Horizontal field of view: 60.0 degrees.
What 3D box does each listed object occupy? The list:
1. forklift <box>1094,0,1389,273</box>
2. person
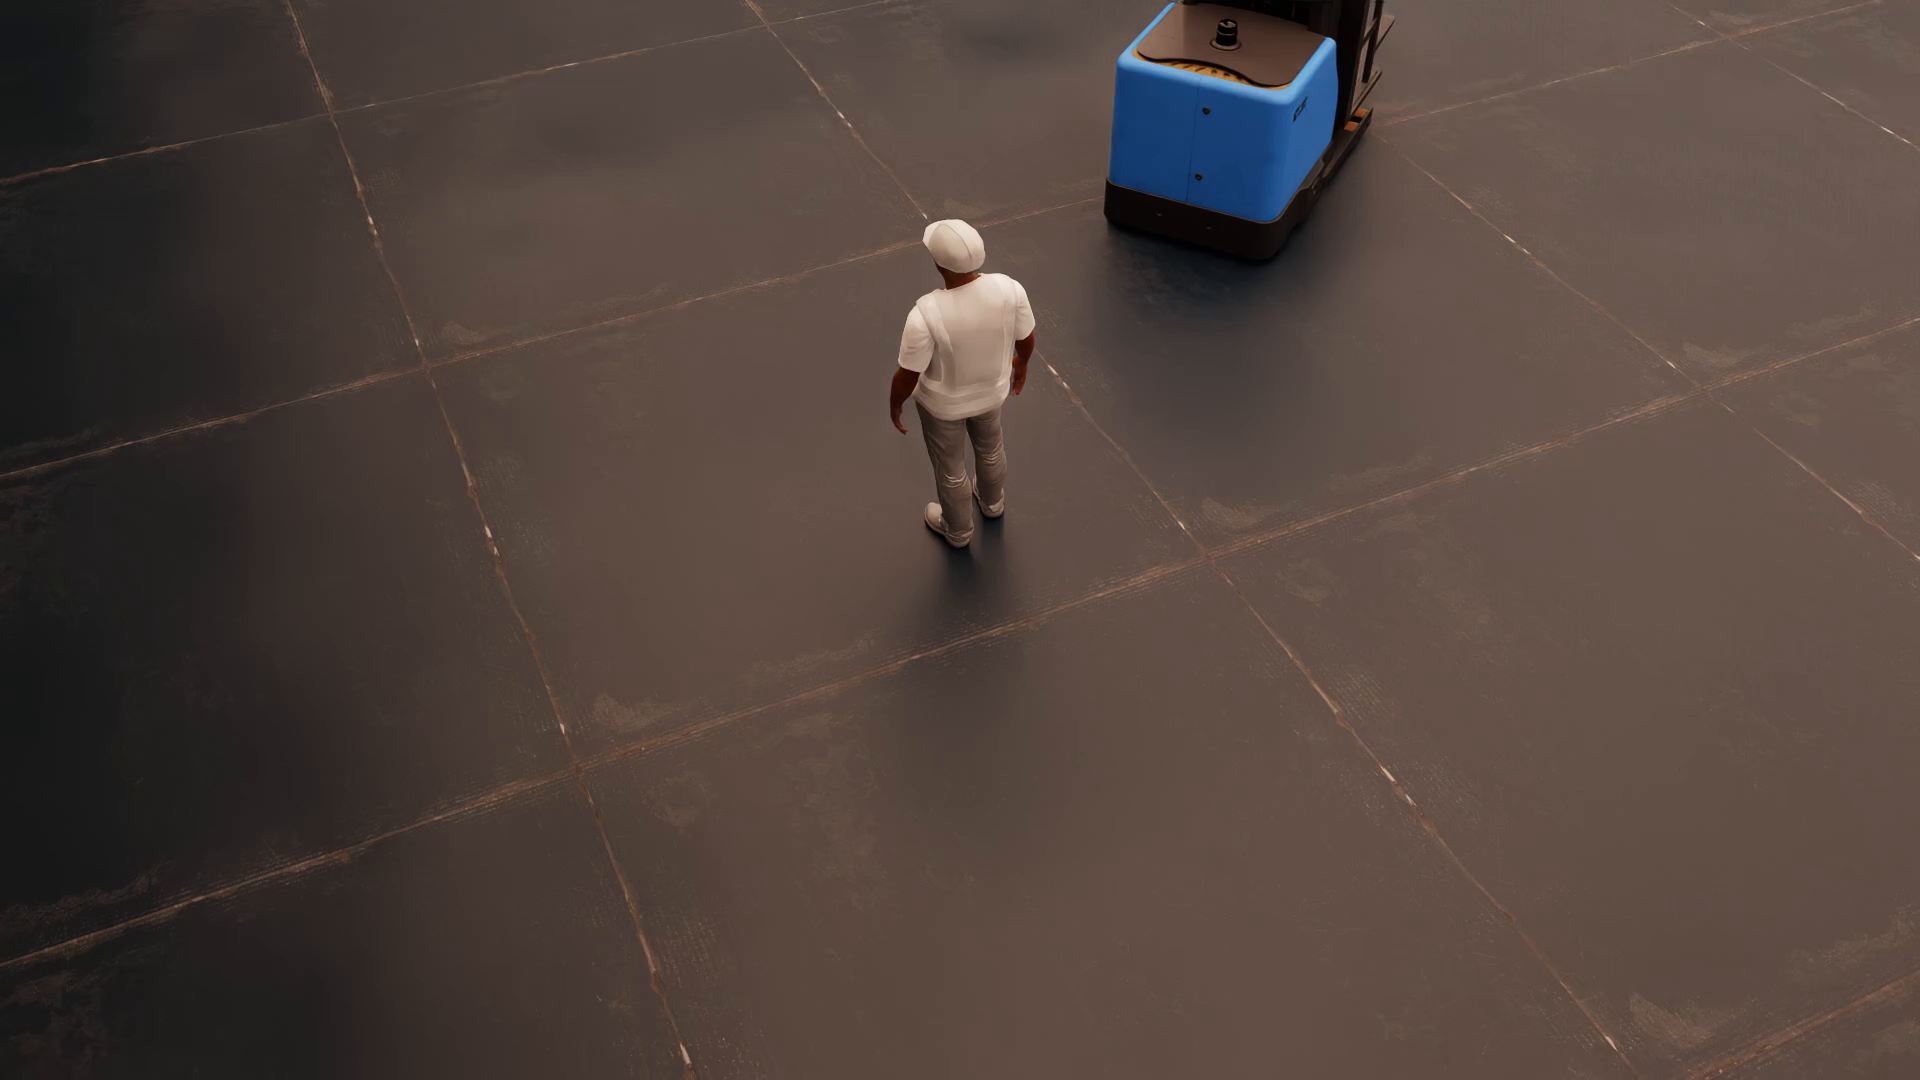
[{"bbox_3d":[1.900,-3.573,9.509,1.130,2.935,3.031,19,46,20],"label":"forklift"},{"bbox_3d":[-0.025,-0.696,7.269,0.665,1.768,0.574,-18,46,-18],"label":"person"}]
